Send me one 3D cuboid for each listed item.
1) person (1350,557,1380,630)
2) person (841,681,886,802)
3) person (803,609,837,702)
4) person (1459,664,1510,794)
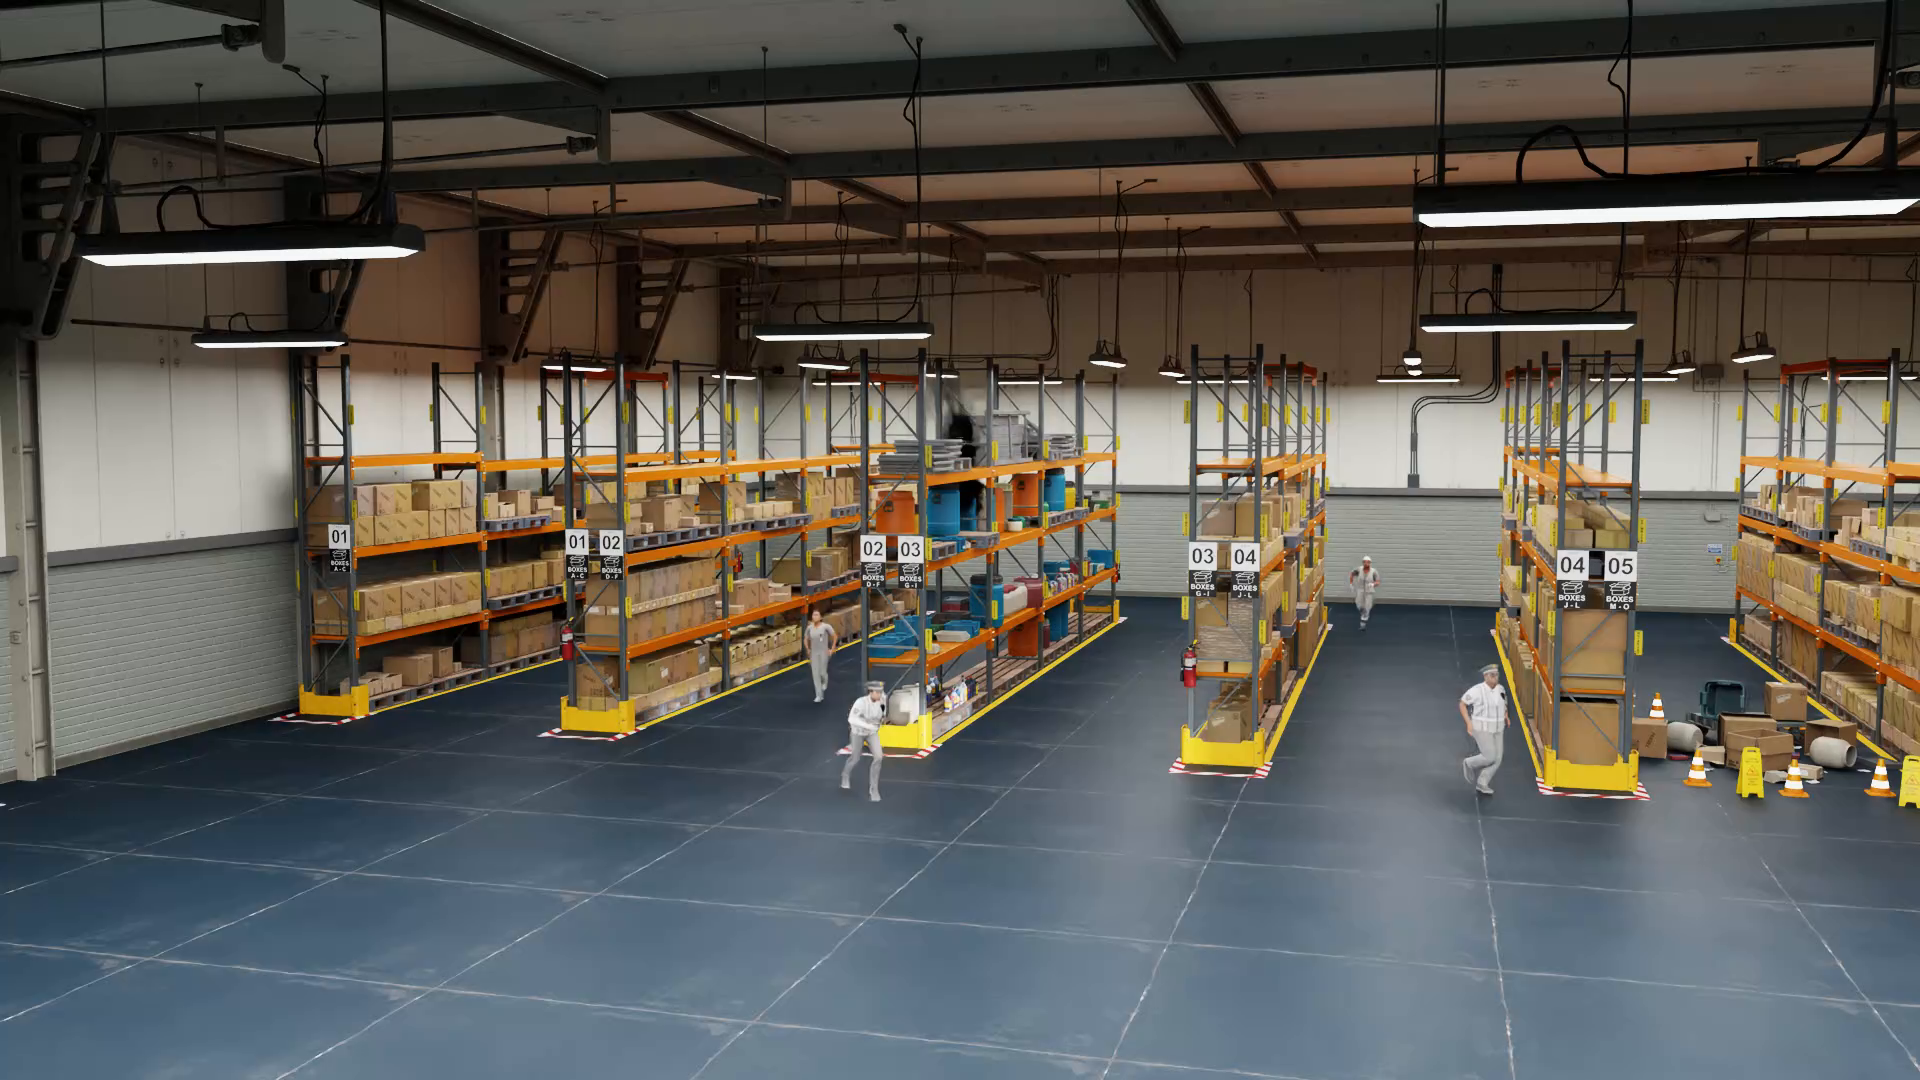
[{"bbox_3d":[9.389,1.243,38.644,0.709,1.727,0.648,2,5,19],"label":"person"},{"bbox_3d":[-1.271,2.604,21.856,0.657,1.621,0.957,-3,5,-35],"label":"person"},{"bbox_3d":[-2.451,2.013,29.090,0.578,1.633,0.638,1,4,10],"label":"person"},{"bbox_3d":[7.008,2.496,22.020,0.659,1.740,0.617,-2,5,-23],"label":"person"}]
